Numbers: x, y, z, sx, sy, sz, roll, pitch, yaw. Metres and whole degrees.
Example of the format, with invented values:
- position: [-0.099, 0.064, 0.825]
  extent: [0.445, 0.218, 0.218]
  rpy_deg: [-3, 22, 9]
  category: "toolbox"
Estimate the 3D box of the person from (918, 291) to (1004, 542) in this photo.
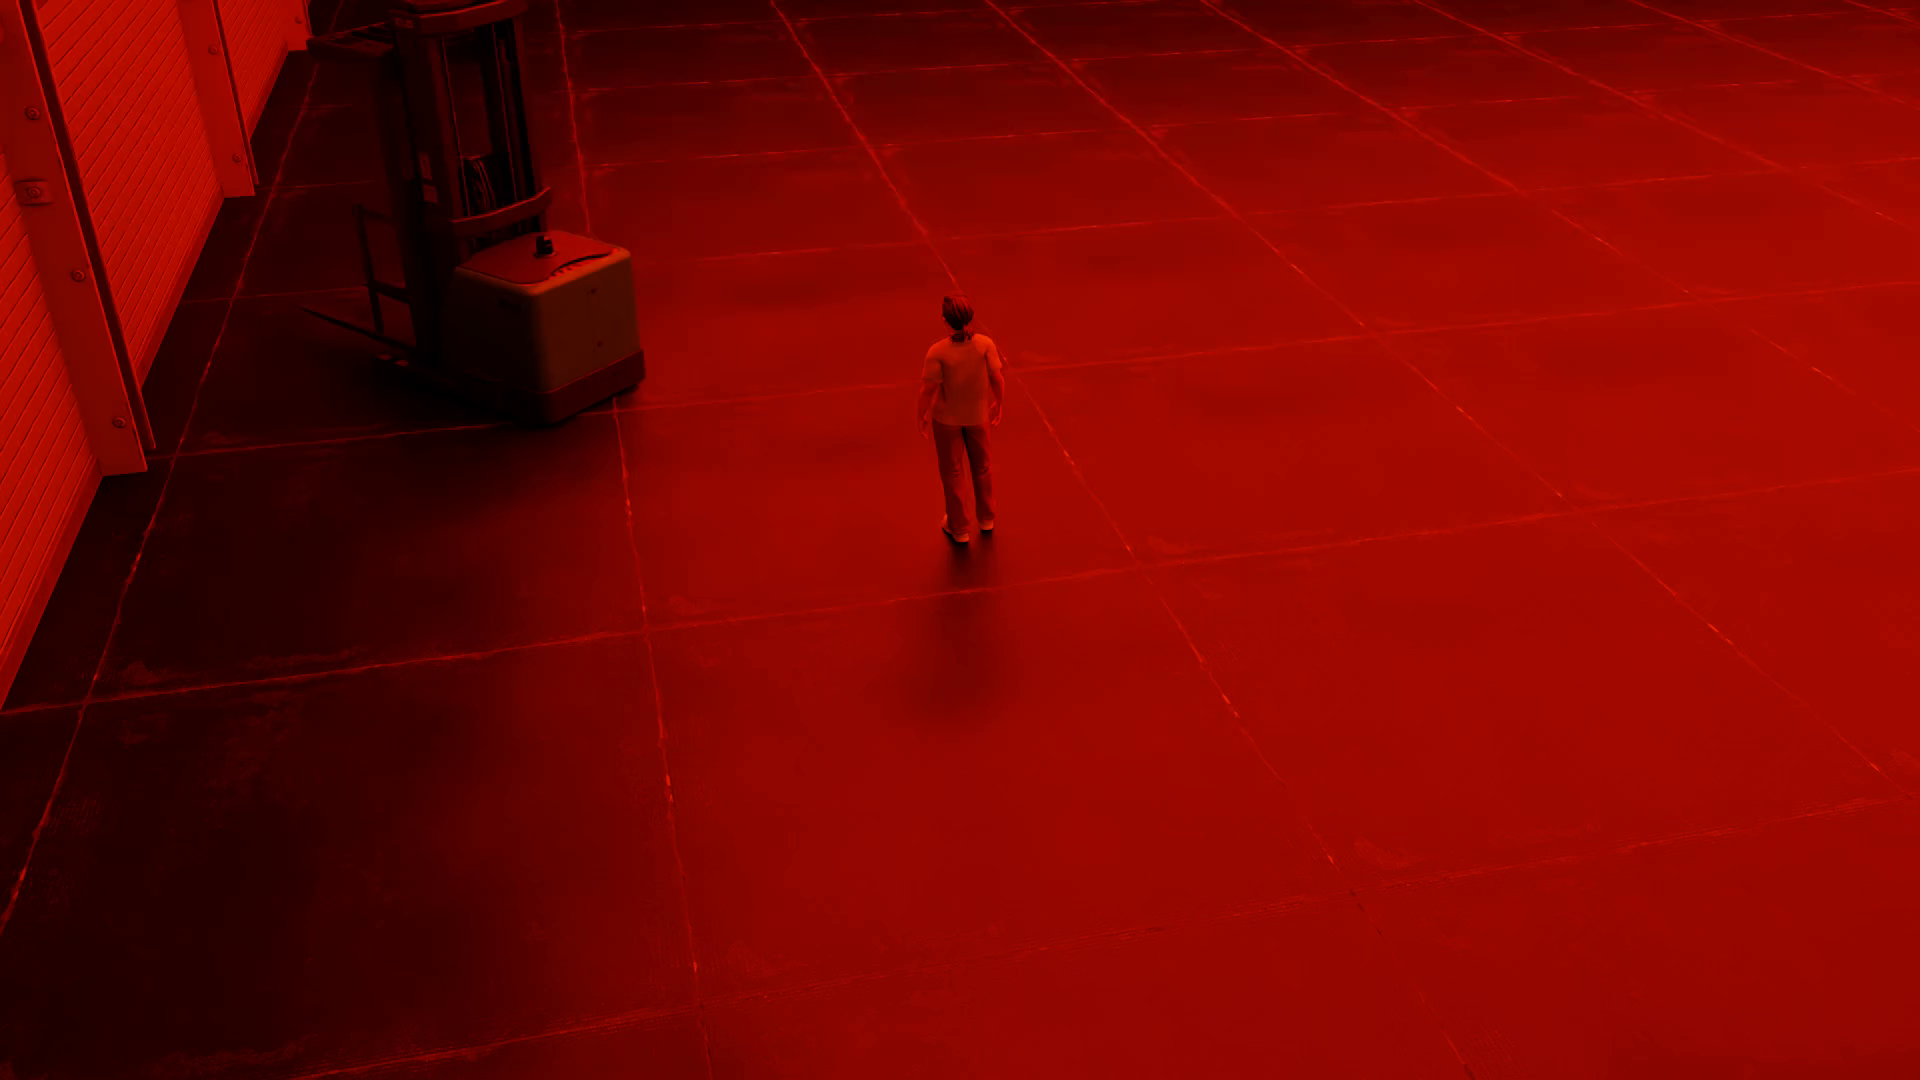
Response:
- position: [-0.007, -0.769, 10.141]
  extent: [0.554, 1.673, 0.548]
  rpy_deg: [-7, 31, -12]
  category: "person"

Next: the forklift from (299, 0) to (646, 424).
- position: [-3.856, -2.656, 12.163]
  extent: [3.031, 2.935, 1.130]
  rpy_deg: [19, 35, 30]
  category: "forklift"
